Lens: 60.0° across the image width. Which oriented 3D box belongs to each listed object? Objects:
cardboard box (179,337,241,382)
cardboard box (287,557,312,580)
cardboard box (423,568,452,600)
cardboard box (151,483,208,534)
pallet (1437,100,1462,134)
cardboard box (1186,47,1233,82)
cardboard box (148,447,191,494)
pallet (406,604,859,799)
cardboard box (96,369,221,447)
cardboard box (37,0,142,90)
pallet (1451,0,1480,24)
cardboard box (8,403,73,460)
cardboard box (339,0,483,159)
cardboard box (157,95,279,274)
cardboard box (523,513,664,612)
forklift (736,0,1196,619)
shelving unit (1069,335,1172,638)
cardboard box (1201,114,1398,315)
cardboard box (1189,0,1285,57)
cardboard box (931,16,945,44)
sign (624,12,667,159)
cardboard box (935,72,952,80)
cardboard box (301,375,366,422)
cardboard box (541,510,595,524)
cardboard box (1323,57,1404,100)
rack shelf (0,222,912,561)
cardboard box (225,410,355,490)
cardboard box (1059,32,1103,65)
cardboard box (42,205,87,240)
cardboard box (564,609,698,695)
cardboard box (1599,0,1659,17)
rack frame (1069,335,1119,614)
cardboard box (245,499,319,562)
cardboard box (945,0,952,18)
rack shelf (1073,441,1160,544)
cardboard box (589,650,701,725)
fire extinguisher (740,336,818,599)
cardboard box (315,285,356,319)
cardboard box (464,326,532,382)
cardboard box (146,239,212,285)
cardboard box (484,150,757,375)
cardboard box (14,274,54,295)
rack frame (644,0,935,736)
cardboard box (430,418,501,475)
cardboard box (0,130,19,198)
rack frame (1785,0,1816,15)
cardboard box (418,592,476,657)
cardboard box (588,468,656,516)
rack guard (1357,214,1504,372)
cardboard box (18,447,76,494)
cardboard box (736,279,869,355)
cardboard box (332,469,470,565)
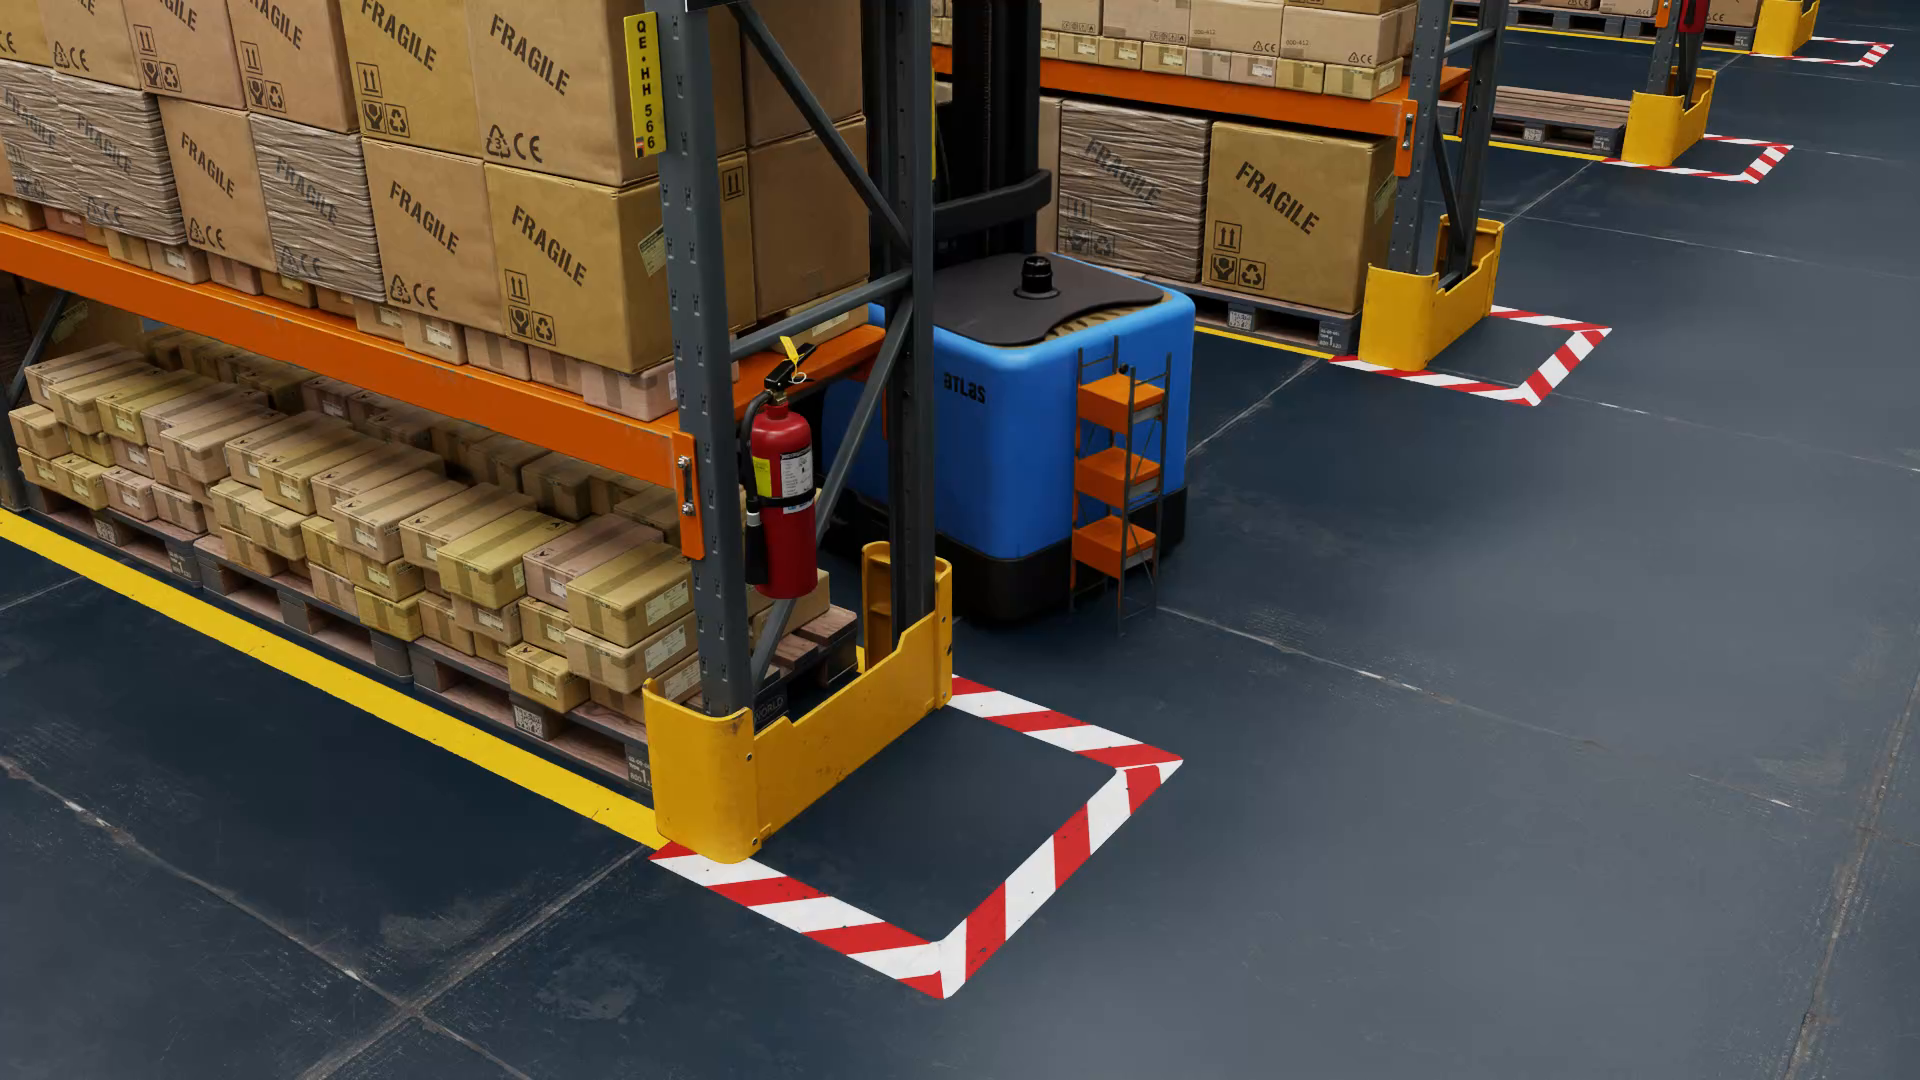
[{"bbox_3d":[-3.034,-0.781,7.002,0.250,0.149,0.380,18,32,31],"label":"cardboard box"},{"bbox_3d":[-2.237,0.010,6.104,0.250,0.149,0.380,18,32,32],"label":"cardboard box"},{"bbox_3d":[-1.600,0.065,5.668,0.250,0.149,0.380,17,31,30],"label":"cardboard box"},{"bbox_3d":[-2.898,-0.188,6.492,0.250,0.149,0.380,17,31,29],"label":"cardboard box"},{"bbox_3d":[3.626,-3.594,13.580,1.213,0.211,1.003,17,32,30],"label":"pallet"},{"bbox_3d":[1.373,-2.497,8.627,0.250,0.149,0.380,18,32,31],"label":"cardboard box"},{"bbox_3d":[-2.889,-0.330,6.443,0.250,0.149,0.380,16,31,28],"label":"cardboard box"},{"bbox_3d":[-1.123,0.385,5.762,1.213,0.211,1.003,17,32,30],"label":"pallet"},{"bbox_3d":[-3.111,-0.520,6.490,0.250,0.149,0.380,17,31,30],"label":"cardboard box"},{"bbox_3d":[-2.640,-1.791,5.422,0.500,0.500,0.500,18,32,31],"label":"cardboard box"},{"bbox_3d":[5.361,-5.755,17.827,1.213,0.211,1.003,17,32,30],"label":"pallet"},{"bbox_3d":[-3.590,-0.480,6.739,0.250,0.149,0.380,19,33,33],"label":"cardboard box"},{"bbox_3d":[-1.346,-1.394,4.642,0.500,0.500,0.500,16,31,29],"label":"cardboard box"},{"bbox_3d":[-2.177,-1.206,5.374,0.500,0.500,0.500,19,33,33],"label":"cardboard box"},{"bbox_3d":[-1.165,0.074,5.321,0.250,0.149,0.380,18,32,31],"label":"cardboard box"},{"bbox_3d":[-0.473,-1.601,6.665,1.130,2.935,3.031,-23,35,-37],"label":"forklift"},{"bbox_3d":[0.566,-0.183,5.952,0.215,1.050,0.252,-23,35,-37],"label":"shelving unit"},{"bbox_3d":[1.908,-1.820,8.899,0.875,0.875,0.875,17,32,30],"label":"cardboard box"},{"bbox_3d":[1.513,-2.667,8.520,0.500,0.250,0.500,17,31,29],"label":"cardboard box"},{"bbox_3d":[-0.109,-2.958,9.533,0.250,0.149,0.380,16,31,29],"label":"cardboard box"},{"bbox_3d":[-0.741,-1.071,3.923,0.005,0.325,0.100,17,32,30],"label":"sign"},{"bbox_3d":[-0.318,-2.513,10.261,0.875,0.875,0.875,17,32,30],"label":"cardboard box"},{"bbox_3d":[-2.380,-0.589,6.624,0.250,0.149,0.380,16,31,28],"label":"cardboard box"},{"bbox_3d":[-1.293,-0.124,6.039,0.250,0.149,0.380,18,32,32],"label":"cardboard box"},{"bbox_3d":[2.001,-2.302,8.242,0.250,0.149,0.380,18,32,31],"label":"cardboard box"},{"bbox_3d":[-2.059,-0.810,5.827,4.000,0.370,1.077,17,32,30],"label":"rack shelf"},{"bbox_3d":[-2.448,-0.327,6.110,0.250,0.149,0.380,16,31,28],"label":"cardboard box"},{"bbox_3d":[0.741,-2.694,9.014,0.250,0.149,0.380,18,32,31],"label":"cardboard box"},{"bbox_3d":[-3.155,-1.250,6.175,0.250,0.149,0.380,16,31,28],"label":"cardboard box"},{"bbox_3d":[-1.007,0.305,5.195,0.250,0.149,0.380,16,31,29],"label":"cardboard box"},{"bbox_3d":[6.739,-5.421,16.642,0.500,0.250,0.500,17,32,30],"label":"cardboard box"},{"bbox_3d":[0.484,-0.224,6.032,0.200,1.050,0.008,-23,35,-37],"label":"rack frame"},{"bbox_3d":[-2.314,-0.089,5.970,0.250,0.149,0.380,18,32,31],"label":"cardboard box"},{"bbox_3d":[0.260,-3.059,9.291,0.500,0.250,0.500,18,32,32],"label":"cardboard box"},{"bbox_3d":[0.566,-0.173,5.957,0.215,0.259,0.240,-23,35,-37],"label":"rack shelf"},{"bbox_3d":[-0.963,0.409,5.319,0.250,0.149,0.380,18,32,31],"label":"cardboard box"},{"bbox_3d":[-0.464,-0.179,4.291,0.183,0.674,0.296,17,32,30],"label":"fire extinguisher"},{"bbox_3d":[-1.851,-0.847,5.384,0.250,0.149,0.380,16,31,28],"label":"cardboard box"},{"bbox_3d":[-1.238,-0.620,4.937,0.250,0.149,0.380,17,32,30],"label":"cardboard box"},{"bbox_3d":[-2.547,-1.017,5.718,0.250,0.149,0.380,19,33,32],"label":"cardboard box"},{"bbox_3d":[-0.927,-0.813,4.602,0.500,0.500,0.500,18,32,31],"label":"cardboard box"},{"bbox_3d":[-4.167,-1.340,7.542,0.500,0.250,0.500,16,31,28],"label":"cardboard box"},{"bbox_3d":[-0.411,-0.617,4.655,0.127,3.000,1.000,17,32,30],"label":"rack frame"},{"bbox_3d":[-1.746,-0.391,6.235,0.250,0.149,0.380,18,32,31],"label":"cardboard box"},{"bbox_3d":[-3.442,-1.600,6.148,0.500,0.500,0.500,17,31,29],"label":"cardboard box"},{"bbox_3d":[8.093,-6.148,15.523,0.127,3.000,1.000,17,32,30],"label":"rack frame"},{"bbox_3d":[-1.612,0.223,5.686,0.250,0.149,0.380,18,32,31],"label":"cardboard box"},{"bbox_3d":[-1.081,-0.199,5.857,0.250,0.149,0.380,17,32,30],"label":"cardboard box"},{"bbox_3d":[2.501,-1.325,8.803,0.348,0.500,1.175,17,32,30],"label":"rack guard"},{"bbox_3d":[-3.590,-0.347,6.805,0.250,0.149,0.380,16,31,28],"label":"cardboard box"},{"bbox_3d":[-0.492,-0.711,5.116,0.250,0.149,0.380,17,32,30],"label":"cardboard box"},{"bbox_3d":[-1.881,-0.083,5.631,0.250,0.149,0.380,19,32,32],"label":"cardboard box"}]
